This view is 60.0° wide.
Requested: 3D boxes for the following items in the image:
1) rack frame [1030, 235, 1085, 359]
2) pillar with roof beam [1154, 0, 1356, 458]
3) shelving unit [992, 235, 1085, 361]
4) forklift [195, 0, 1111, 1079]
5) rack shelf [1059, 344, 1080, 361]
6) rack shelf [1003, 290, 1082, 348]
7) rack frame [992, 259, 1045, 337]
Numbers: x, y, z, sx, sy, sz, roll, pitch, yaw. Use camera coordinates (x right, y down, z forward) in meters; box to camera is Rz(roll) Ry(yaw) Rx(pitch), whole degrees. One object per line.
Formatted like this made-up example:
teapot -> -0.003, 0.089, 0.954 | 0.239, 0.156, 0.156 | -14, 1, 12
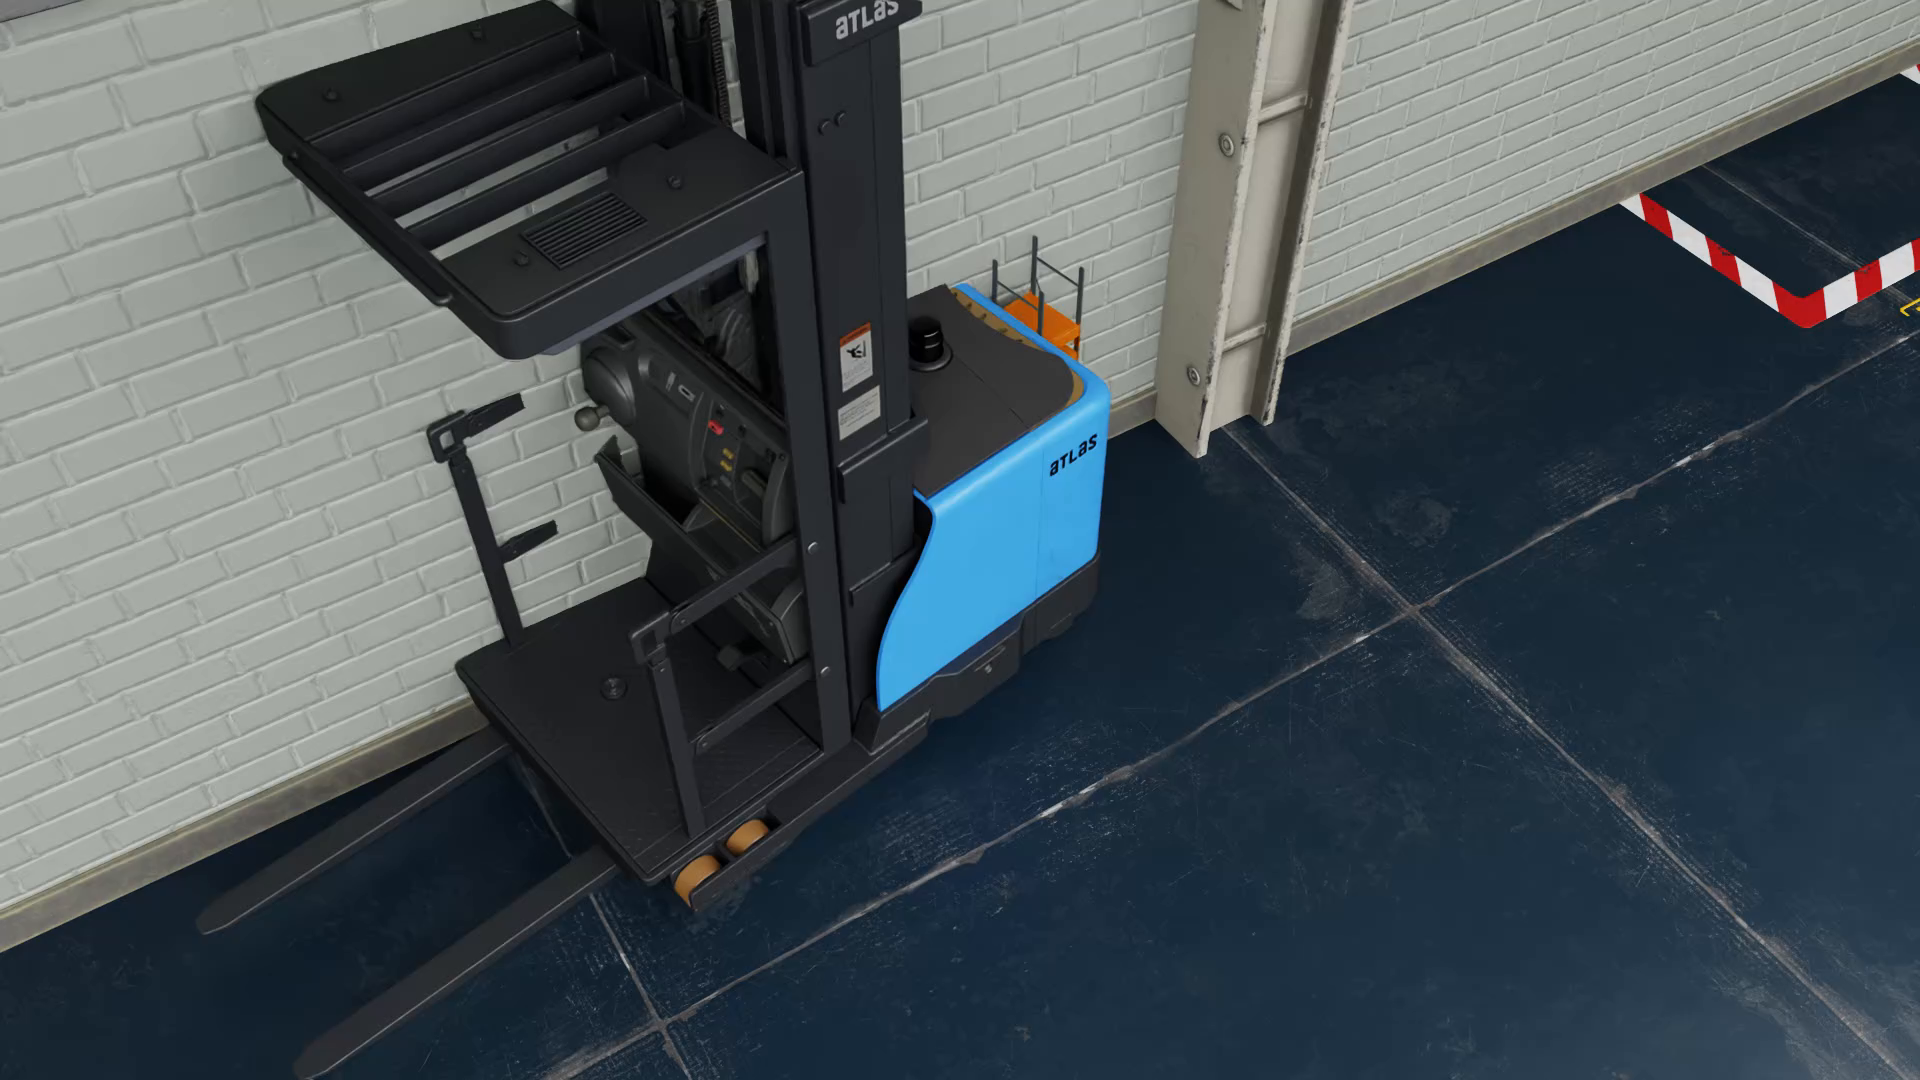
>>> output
rack frame -> 0.325, -0.551, 5.937 | 0.006, 1.200, 0.240 | -34, 57, -27
pillar with roof beam -> 3.310, -0.770, 0.910 | 0.400, 9.000, 9.100 | -25, 53, -21
shelving unit -> 0.258, -0.505, 5.896 | 0.189, 1.200, 0.258 | -34, 57, -27
forklift -> -0.934, -0.269, 4.527 | 3.031, 2.935, 1.130 | -34, 57, -27
rack shelf -> 0.258, -0.635, 5.750 | 0.180, 0.103, 0.258 | -34, 57, -27
rack shelf -> 0.258, -0.715, 5.661 | 0.180, 0.103, 0.258 | -34, 57, -27
rack frame -> 0.190, -0.459, 5.855 | 0.006, 1.200, 0.240 | -34, 57, -27
